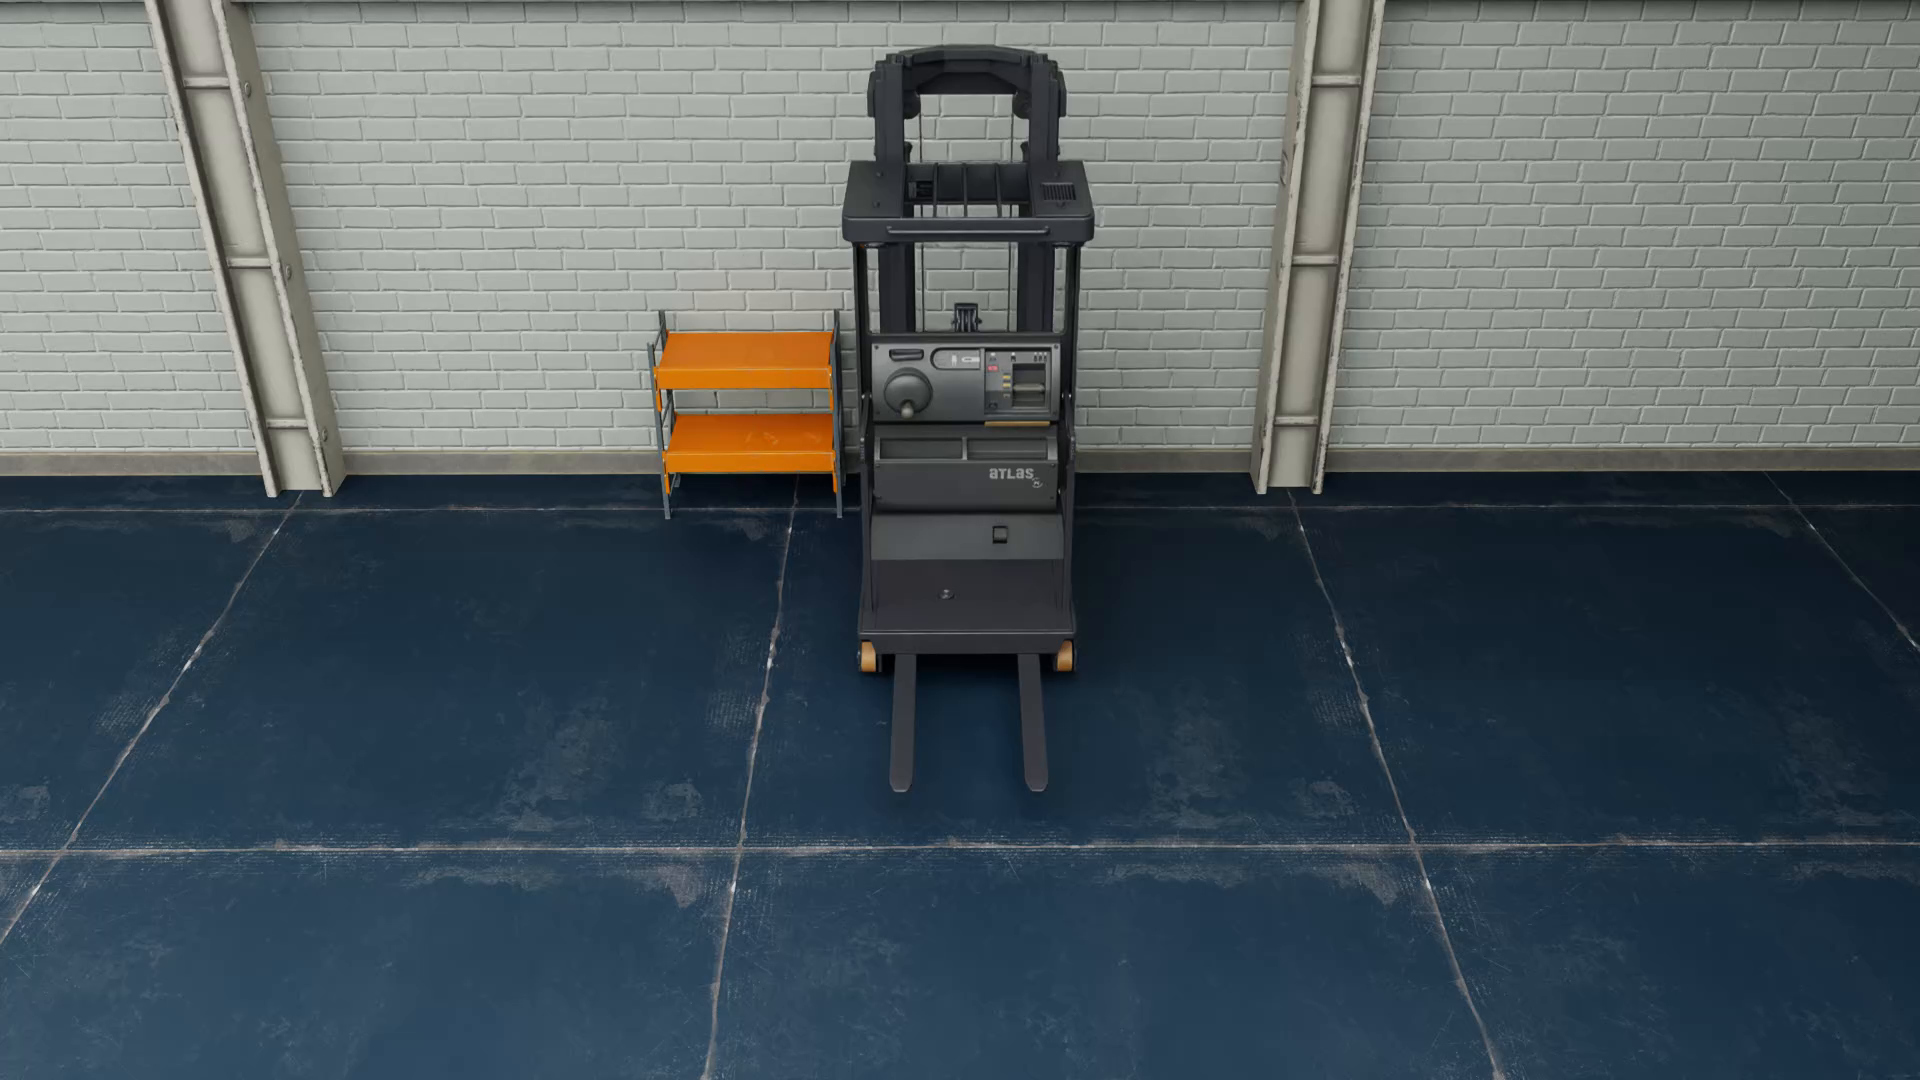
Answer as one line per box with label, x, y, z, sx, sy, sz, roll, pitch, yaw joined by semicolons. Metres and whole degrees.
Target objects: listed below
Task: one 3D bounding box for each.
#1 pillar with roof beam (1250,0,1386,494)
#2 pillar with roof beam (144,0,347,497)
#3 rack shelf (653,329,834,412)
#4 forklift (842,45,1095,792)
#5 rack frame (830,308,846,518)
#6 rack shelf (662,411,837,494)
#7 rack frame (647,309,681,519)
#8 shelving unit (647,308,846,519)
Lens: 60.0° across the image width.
pillar with roof beam;2.027;-1.975;4.219;0.400;9.000;9.100;0;31;0
pillar with roof beam;-3.973;-1.956;4.188;0.400;9.000;9.100;0;31;0
rack shelf;-1.224;-0.987;9.617;1.000;0.278;0.538;0;31;-1
forklift;0.034;-0.735;8.025;1.130;2.935;3.031;0;31;0
rack frame;-0.716;-0.741;9.775;0.032;1.125;0.500;0;31;-1
rack shelf;-1.224;-0.528;9.896;1.000;0.278;0.538;0;31;-1
rack frame;-1.732;-0.733;9.762;0.032;1.125;0.500;0;31;-1
shelving unit;-1.224;-0.737;9.769;1.048;1.125;0.538;0;31;-1
